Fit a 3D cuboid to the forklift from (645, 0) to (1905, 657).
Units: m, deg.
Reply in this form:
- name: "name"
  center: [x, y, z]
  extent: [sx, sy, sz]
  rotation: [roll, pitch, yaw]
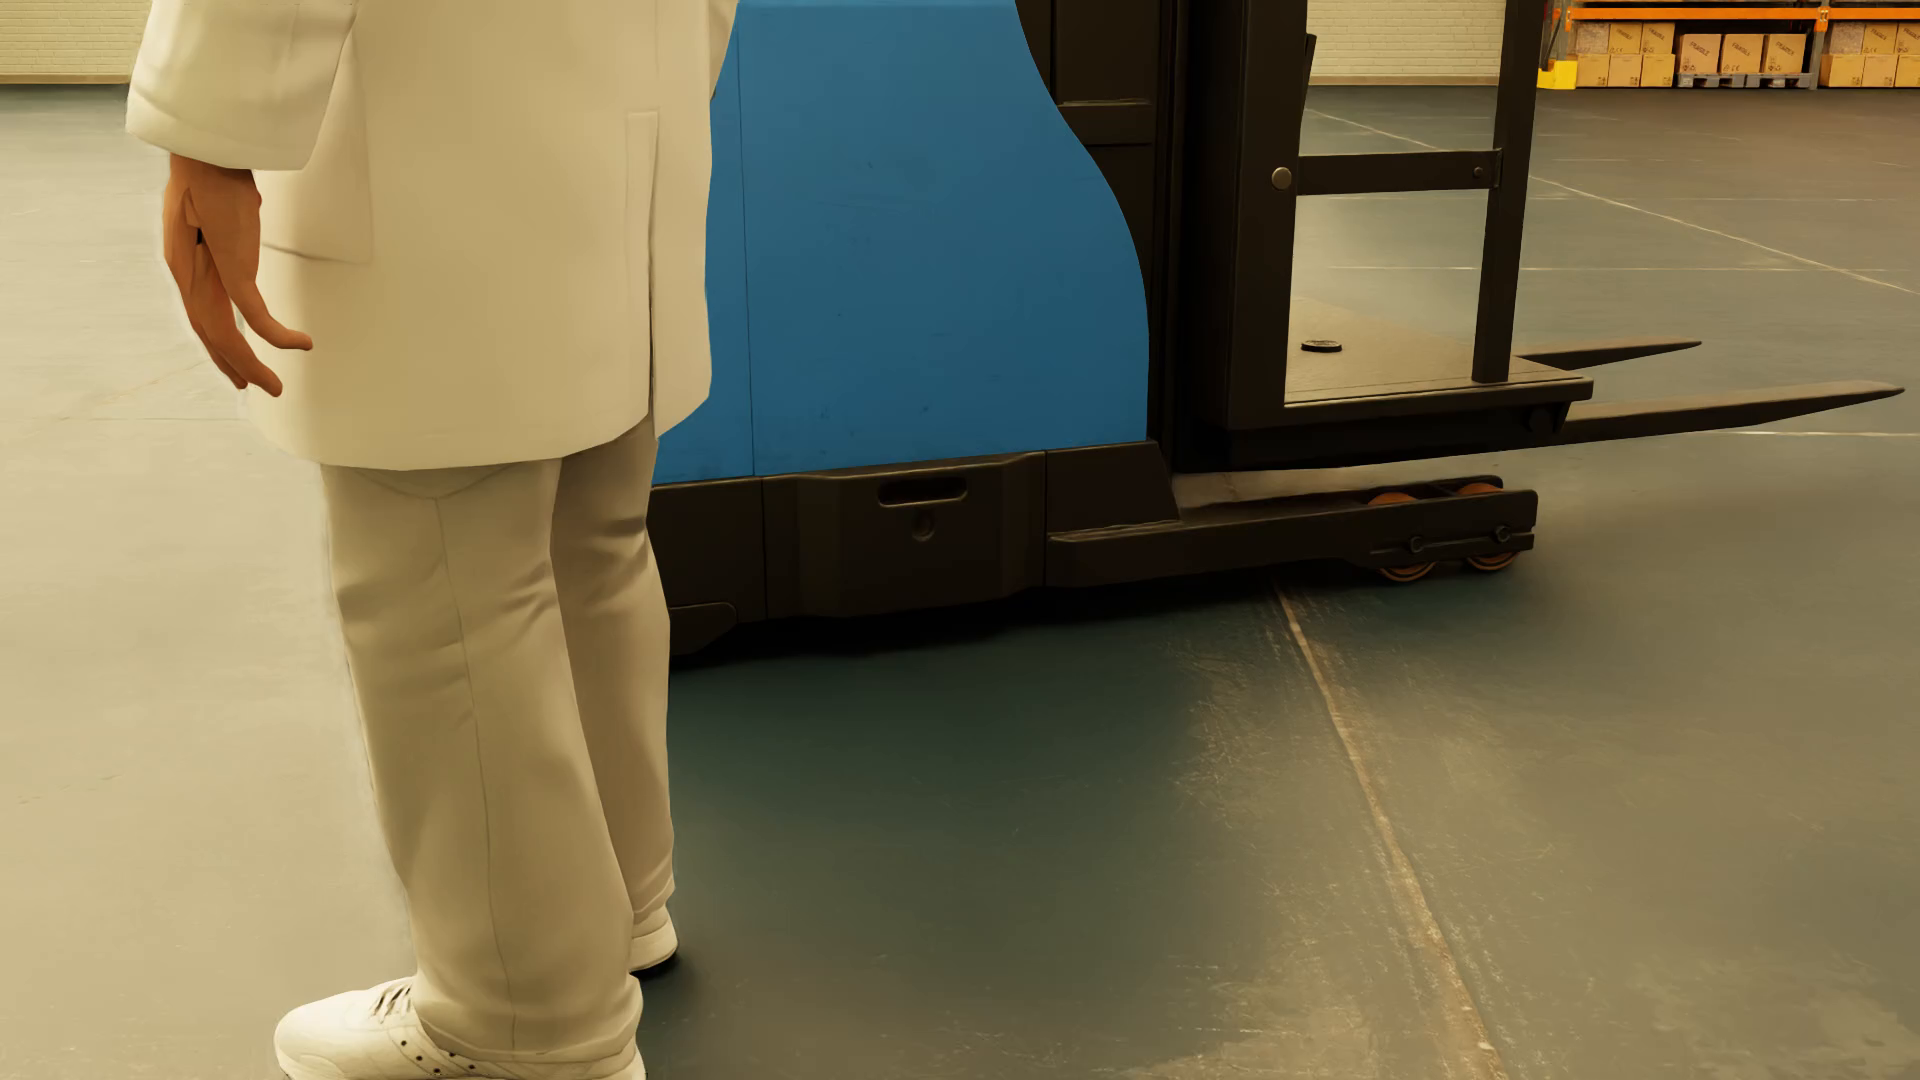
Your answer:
- name: "forklift"
  center: [0.571, -1.462, 3.137]
  extent: [3.031, 2.935, 1.130]
  rotation: [-6, 18, -19]

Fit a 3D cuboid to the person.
- name: "person"
  center: [-0.469, -0.332, 1.437]
  extent: [0.538, 1.782, 0.713]
  rotation: [5, 18, 16]
